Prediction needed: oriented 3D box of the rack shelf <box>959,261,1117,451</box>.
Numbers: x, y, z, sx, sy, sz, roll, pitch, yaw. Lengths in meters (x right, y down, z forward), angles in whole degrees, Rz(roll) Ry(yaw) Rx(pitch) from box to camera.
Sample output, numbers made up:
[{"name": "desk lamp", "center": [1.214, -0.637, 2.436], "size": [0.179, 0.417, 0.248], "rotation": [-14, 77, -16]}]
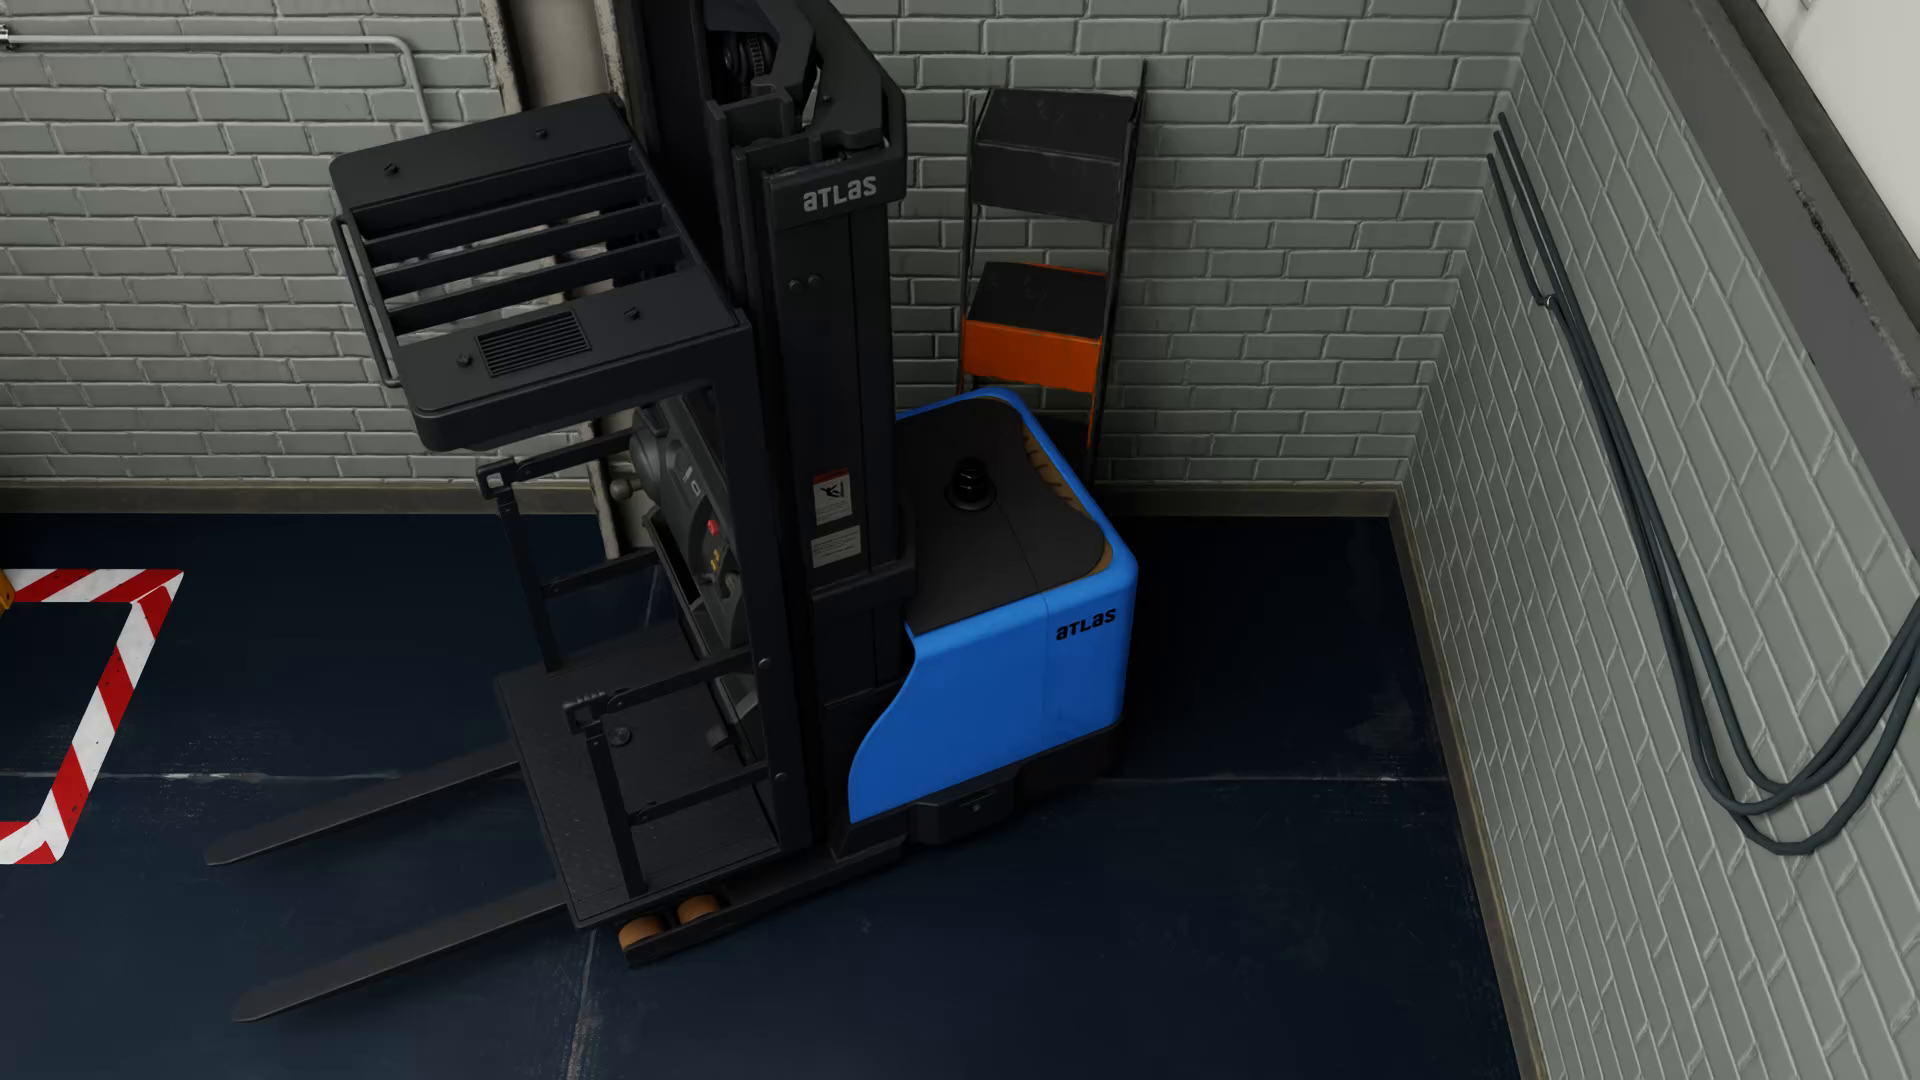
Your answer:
[{"name": "rack shelf", "center": [0.276, -0.682, 5.940], "size": [0.480, 0.518, 0.431], "rotation": [10, 45, 7]}]

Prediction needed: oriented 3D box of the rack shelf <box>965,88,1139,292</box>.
[{"name": "rack shelf", "center": [0.301, -1.179, 5.447], "size": [0.480, 0.518, 0.431], "rotation": [10, 45, 7]}]

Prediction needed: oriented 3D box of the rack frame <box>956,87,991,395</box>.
[{"name": "rack frame", "center": [0.038, -0.733, 5.960], "size": [0.015, 2.100, 0.400], "rotation": [10, 45, 7]}]

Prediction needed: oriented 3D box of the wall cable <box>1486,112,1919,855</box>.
[{"name": "wall cable", "center": [1.739, -1.124, 3.770], "size": [0.112, 2.526, 3.097], "rotation": [0, 47, 0]}]

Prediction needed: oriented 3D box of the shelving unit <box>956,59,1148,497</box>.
[{"name": "shelving unit", "center": [0.276, -0.692, 5.931], "size": [0.503, 2.100, 0.431], "rotation": [10, 45, 7]}]

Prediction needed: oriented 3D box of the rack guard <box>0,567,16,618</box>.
[{"name": "rack guard", "center": [-3.891, 0.437, 6.002], "size": [0.348, 0.500, 1.175], "rotation": [0, 47, 0]}]

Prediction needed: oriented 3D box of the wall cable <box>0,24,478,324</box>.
[{"name": "wall cable", "center": [-2.632, -1.450, 5.356], "size": [1.851, 1.984, 0.084], "rotation": [0, 47, 0]}]

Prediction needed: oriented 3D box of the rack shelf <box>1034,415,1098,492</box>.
[{"name": "rack shelf", "center": [0.251, -0.186, 6.433], "size": [0.480, 0.518, 0.431], "rotation": [10, 45, 7]}]

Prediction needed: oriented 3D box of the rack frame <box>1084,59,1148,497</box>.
[{"name": "rack frame", "center": [0.515, -0.651, 5.902], "size": [0.015, 2.100, 0.400], "rotation": [10, 45, 7]}]

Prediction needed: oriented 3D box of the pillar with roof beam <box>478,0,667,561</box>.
[{"name": "pillar with roof beam", "center": [-1.228, 0.067, 0.540], "size": [0.400, 9.000, 9.100], "rotation": [0, 47, 0]}]

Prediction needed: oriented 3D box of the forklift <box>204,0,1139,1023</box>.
[{"name": "forklift", "center": [-0.981, -0.057, 4.800], "size": [3.031, 2.935, 1.130], "rotation": [-19, 50, -16]}]
